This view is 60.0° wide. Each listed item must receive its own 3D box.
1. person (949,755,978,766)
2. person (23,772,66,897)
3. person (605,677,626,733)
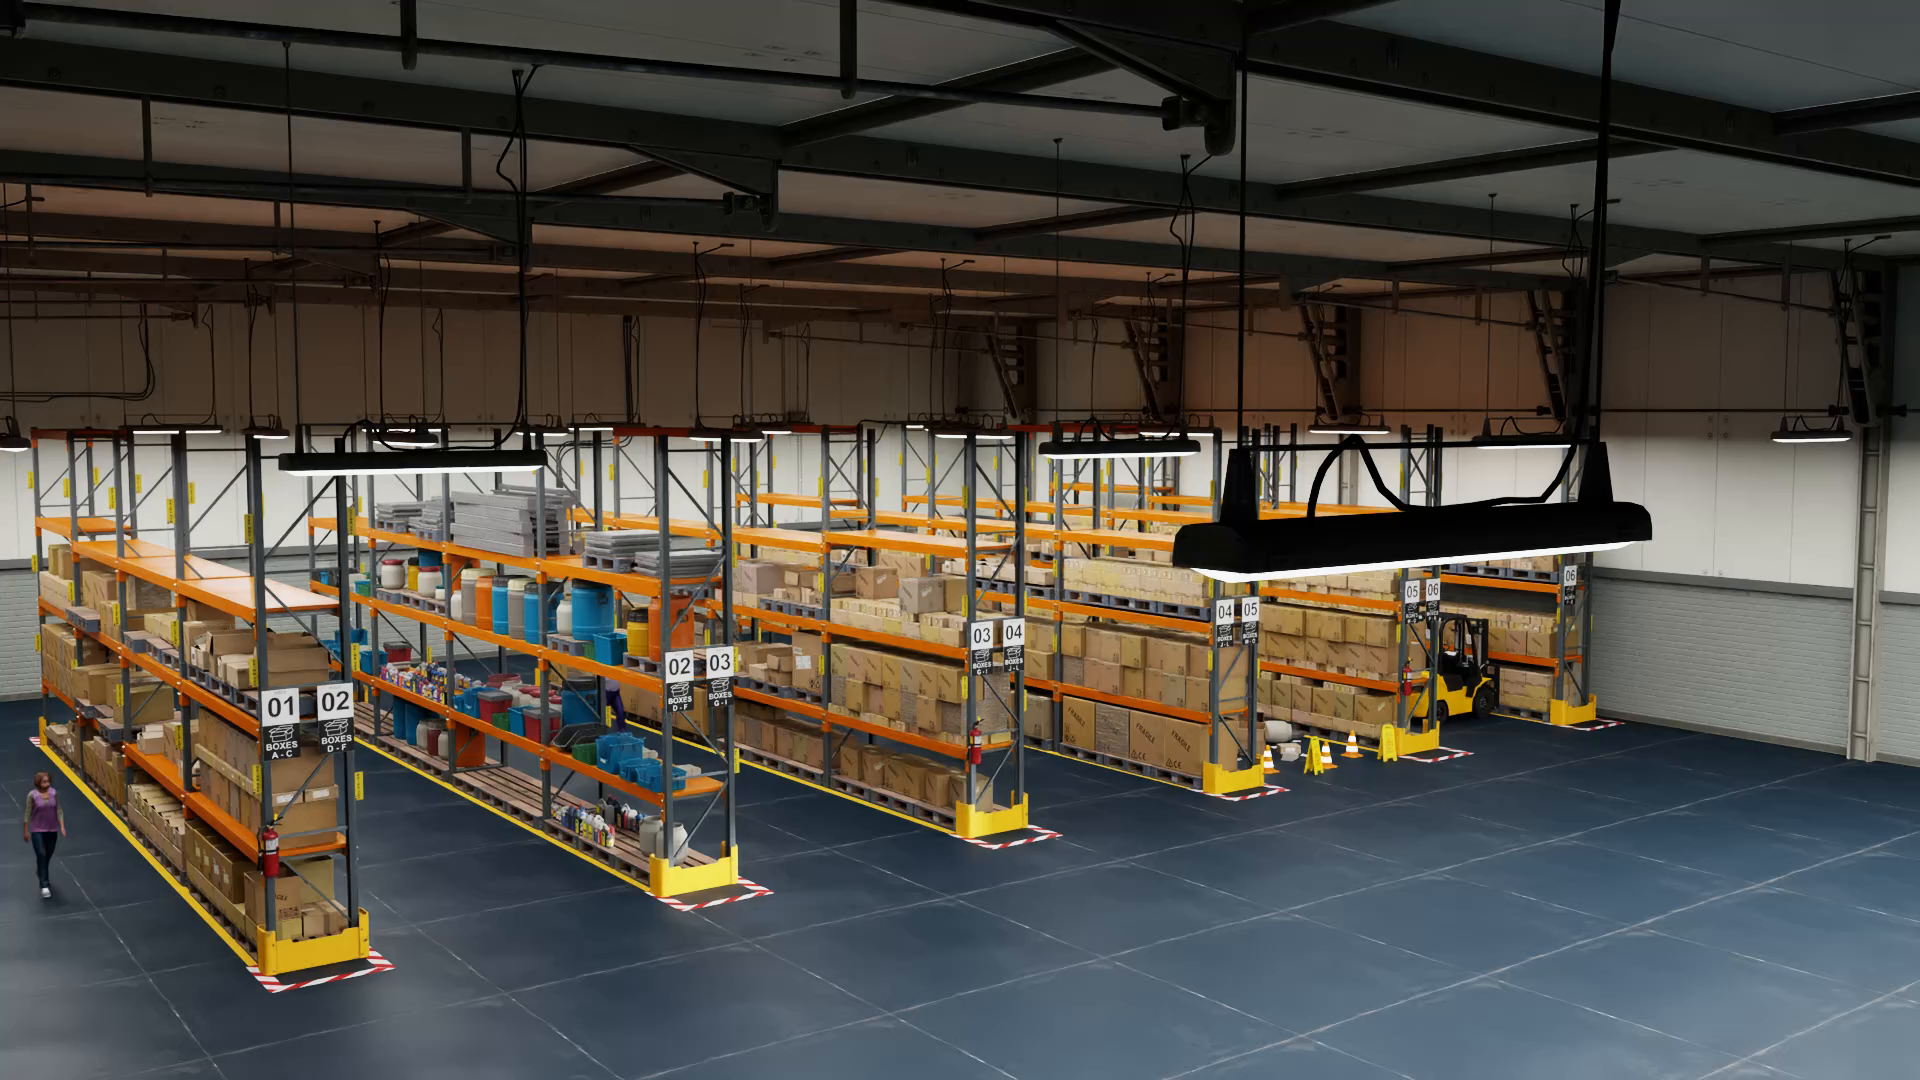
[{"bbox_3d":[0.092,3.182,29.867,0.815,1.756,0.677,3,5,31],"label":"person"},{"bbox_3d":[-12.029,3.827,21.864,0.810,1.579,0.441,3,6,36],"label":"person"},{"bbox_3d":[-6.660,3.019,31.831,0.837,1.607,0.509,4,6,41],"label":"person"}]
